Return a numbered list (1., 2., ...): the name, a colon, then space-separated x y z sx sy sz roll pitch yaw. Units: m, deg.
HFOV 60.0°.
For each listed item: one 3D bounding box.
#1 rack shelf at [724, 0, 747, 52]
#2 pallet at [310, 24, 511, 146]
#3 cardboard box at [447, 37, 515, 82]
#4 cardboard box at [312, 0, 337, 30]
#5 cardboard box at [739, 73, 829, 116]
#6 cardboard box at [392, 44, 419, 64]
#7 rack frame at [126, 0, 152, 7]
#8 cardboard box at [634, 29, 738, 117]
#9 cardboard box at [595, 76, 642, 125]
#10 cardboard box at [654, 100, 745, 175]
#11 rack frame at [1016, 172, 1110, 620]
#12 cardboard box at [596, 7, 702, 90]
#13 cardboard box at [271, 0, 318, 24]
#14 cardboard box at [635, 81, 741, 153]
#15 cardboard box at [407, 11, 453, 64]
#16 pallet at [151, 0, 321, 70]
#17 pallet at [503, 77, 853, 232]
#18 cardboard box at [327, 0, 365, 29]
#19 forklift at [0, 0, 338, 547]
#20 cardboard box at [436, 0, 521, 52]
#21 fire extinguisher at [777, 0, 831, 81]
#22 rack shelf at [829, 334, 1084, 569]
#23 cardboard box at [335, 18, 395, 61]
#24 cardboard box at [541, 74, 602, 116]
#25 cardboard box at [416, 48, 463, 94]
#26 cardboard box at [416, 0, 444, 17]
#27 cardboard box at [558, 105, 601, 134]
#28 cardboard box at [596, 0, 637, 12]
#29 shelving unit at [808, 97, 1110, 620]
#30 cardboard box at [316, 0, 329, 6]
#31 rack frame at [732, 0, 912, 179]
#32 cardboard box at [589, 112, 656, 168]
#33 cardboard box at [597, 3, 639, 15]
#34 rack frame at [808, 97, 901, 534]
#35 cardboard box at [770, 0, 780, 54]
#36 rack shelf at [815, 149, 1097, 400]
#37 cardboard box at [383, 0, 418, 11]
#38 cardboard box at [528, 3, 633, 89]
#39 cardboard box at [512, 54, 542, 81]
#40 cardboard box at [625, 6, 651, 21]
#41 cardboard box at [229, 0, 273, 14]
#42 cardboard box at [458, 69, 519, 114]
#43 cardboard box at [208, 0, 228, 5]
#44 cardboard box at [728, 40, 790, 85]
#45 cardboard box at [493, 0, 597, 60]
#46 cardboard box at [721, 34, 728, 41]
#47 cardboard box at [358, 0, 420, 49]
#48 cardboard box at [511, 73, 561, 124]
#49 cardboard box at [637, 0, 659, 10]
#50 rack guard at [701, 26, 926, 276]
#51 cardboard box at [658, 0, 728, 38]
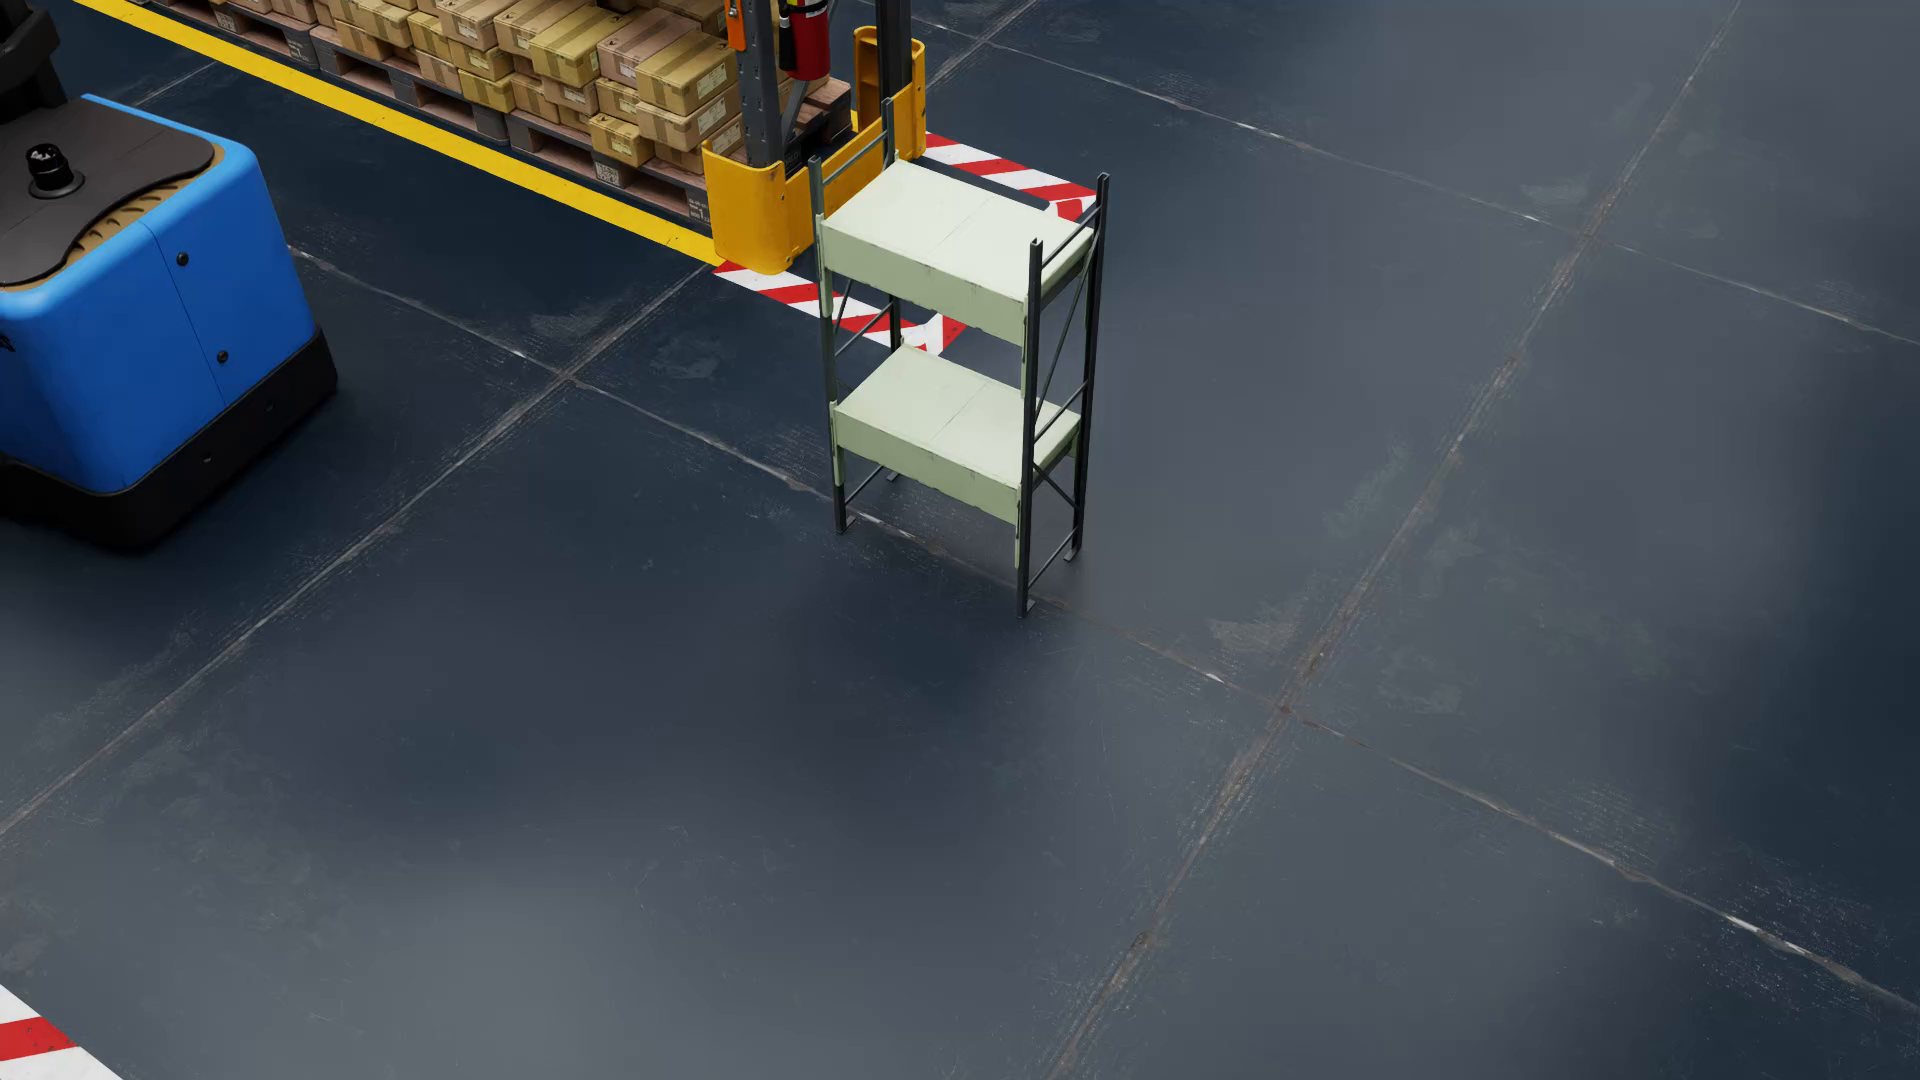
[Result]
1. rack shelf: -2.206 -3.023 7.097 4.000 0.370 1.077 25 51 22
2. pallet: -2.274 -2.365 7.901 1.213 0.211 1.003 25 51 22
3. cardboard box: -2.002 -2.180 7.265 0.250 0.149 0.380 25 51 23
4. cardboard box: -2.809 -2.547 7.828 0.250 0.149 0.380 23 50 21
5. cardboard box: -0.791 -2.048 7.344 0.250 0.149 0.380 26 51 23
6. cardboard box: -2.380 -2.332 7.620 0.250 0.149 0.380 26 51 23
7. rack frame: -3.890 -4.048 7.592 0.127 3.000 1.000 25 51 22
8. cardboard box: -1.105 -1.911 6.796 0.250 0.149 0.380 25 51 23
9. cardboard box: -1.312 -1.921 7.013 0.250 0.149 0.380 24 50 21
10. cardboard box: -1.078 -1.730 7.034 0.250 0.149 0.380 26 51 23
11. rack frame: 0.302 -0.384 5.077 0.023 1.500 0.400 25 51 22
12. cardboard box: -1.286 -2.043 6.924 0.250 0.149 0.380 26 51 23
13. cardboard box: -3.055 -2.630 7.909 0.250 0.149 0.380 24 50 21
14. cardboard box: -1.121 -1.788 6.883 0.250 0.149 0.380 23 50 21
15. cardboard box: -2.208 -2.291 7.372 0.250 0.149 0.380 27 52 24
16. pallet: -3.305 -2.837 8.360 1.213 0.211 1.003 25 51 22
17. pallet: -1.251 -1.893 7.442 1.213 0.211 1.003 25 51 22
18. cardboard box: -2.649 -2.491 7.567 0.250 0.149 0.380 24 51 22
19. forklift: -3.881 -1.748 5.405 3.031 2.935 1.130 20 49 18
20. cardboard box: -2.012 -2.276 7.150 0.250 0.149 0.380 27 51 23
21. fire extinguisher: -0.560 -1.966 5.883 0.183 0.674 0.296 25 51 22
22. rack shelf: -0.006 -0.298 5.448 0.720 0.370 0.431 25 51 22
23. cardboard box: -2.642 -2.388 7.674 0.250 0.149 0.380 23 50 21
24. cardboard box: -1.559 -1.988 7.078 0.250 0.149 0.380 23 50 21
25. cardboard box: -2.208 -2.189 7.481 0.250 0.149 0.380 26 51 23
26. cardboard box: -2.174 -2.445 7.314 0.250 0.149 0.380 23 50 21
27. cardboard box: -1.525 -1.923 7.222 0.250 0.149 0.380 24 51 22
28. cardboard box: -1.474 -2.522 7.390 0.250 0.149 0.380 22 50 20
29. shelving unit: -0.006 -0.525 5.215 0.755 1.500 0.431 25 51 22
30. cardboard box: -2.827 -2.627 7.699 0.250 0.149 0.380 27 52 24
31. rack frame: -0.523 -2.499 6.087 0.127 3.000 1.000 25 51 22
32. cardboard box: -1.349 -1.768 7.072 0.250 0.149 0.380 26 51 23
33. cardboard box: -1.436 -2.460 7.536 0.250 0.149 0.380 26 51 23
34. rack frame: -0.314 -0.667 5.352 0.023 1.500 0.400 25 51 22
35. cardboard box: -0.780 -2.267 7.142 0.250 0.149 0.380 23 50 20
36. rack shelf: -0.006 -0.797 4.935 0.720 0.370 0.431 25 51 22
37. cardboard box: -2.410 -2.529 7.396 0.250 0.149 0.380 25 51 22
38. cardboard box: -1.572 -2.067 6.947 0.250 0.149 0.380 24 50 21
39. cardboard box: -1.730 -2.154 7.239 0.250 0.149 0.380 24 51 22
40. cardboard box: -1.279 -2.295 7.376 0.250 0.149 0.380 25 51 23
41. cardboard box: -3.295 -2.698 7.975 0.250 0.149 0.380 24 51 22
42. cardboard box: -1.989 -2.071 7.366 0.250 0.149 0.380 23 50 20
43. cardboard box: -3.533 -2.763 8.038 0.250 0.149 0.380 26 51 23
44. cardboard box: -0.825 -2.113 7.200 0.250 0.149 0.380 27 52 24
45. cardboard box: -1.756 -2.205 7.082 0.250 0.149 0.380 23 50 21
46. cardboard box: -1.025 -2.253 7.336 0.250 0.149 0.380 24 51 22
47. cardboard box: -2.455 -2.381 7.460 0.250 0.149 0.380 25 51 22
48. cardboard box: -1.740 -2.010 7.307 0.250 0.149 0.380 25 51 22
49. cardboard box: -1.220 -2.476 7.345 0.250 0.149 0.380 25 51 22
50. rack guard: -0.587 -1.657 7.012 0.348 0.500 1.175 25 51 22
51. cardboard box: -1.077 -2.301 7.175 0.250 0.149 0.380 26 51 23
